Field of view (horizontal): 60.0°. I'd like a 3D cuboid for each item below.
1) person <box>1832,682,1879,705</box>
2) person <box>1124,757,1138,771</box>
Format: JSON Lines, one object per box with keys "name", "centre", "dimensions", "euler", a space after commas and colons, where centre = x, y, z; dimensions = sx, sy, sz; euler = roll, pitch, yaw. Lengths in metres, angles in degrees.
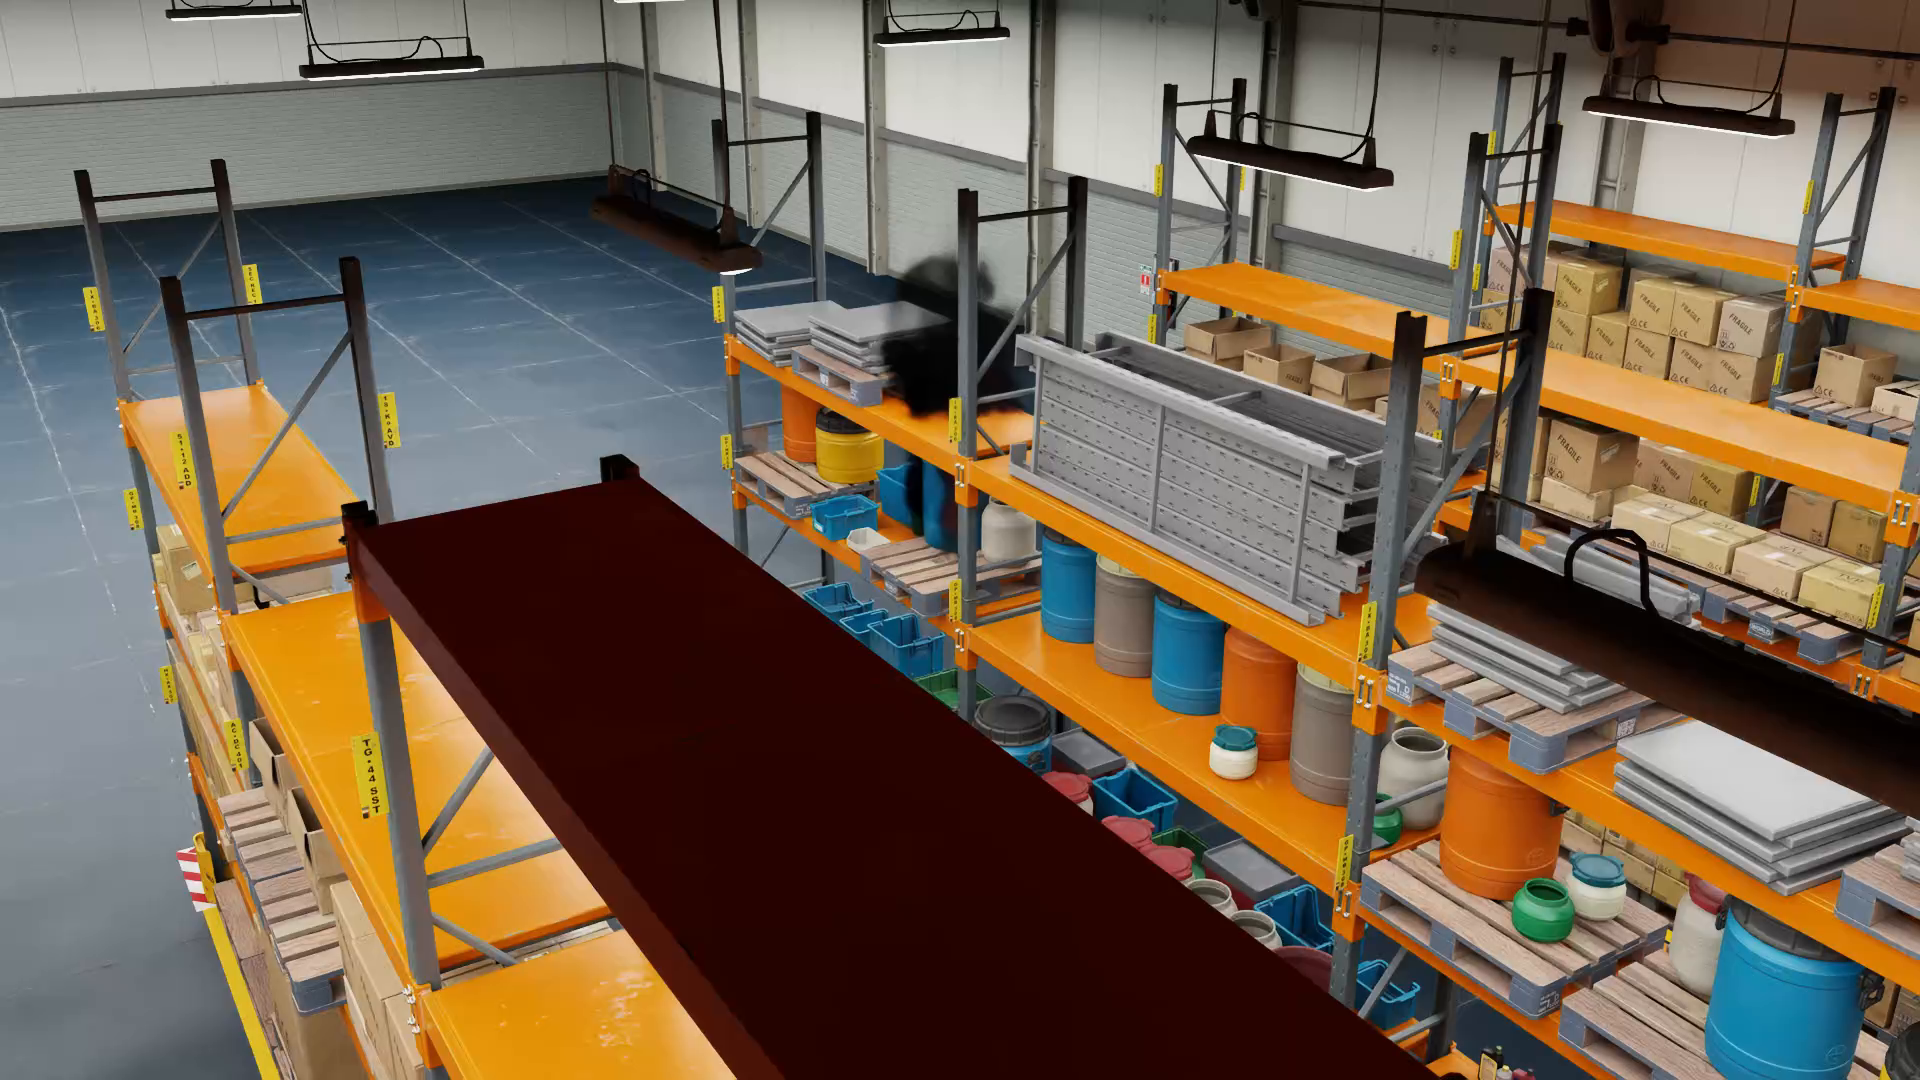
{"name": "person", "centre": [7.716, 1.782, 14.619], "dimensions": [0.715, 1.735, 0.826], "euler": [-18, 28, -37]}
{"name": "person", "centre": [1.417, 1.646, 15.063], "dimensions": [0.616, 1.716, 0.683], "euler": [-16, 27, -34]}
